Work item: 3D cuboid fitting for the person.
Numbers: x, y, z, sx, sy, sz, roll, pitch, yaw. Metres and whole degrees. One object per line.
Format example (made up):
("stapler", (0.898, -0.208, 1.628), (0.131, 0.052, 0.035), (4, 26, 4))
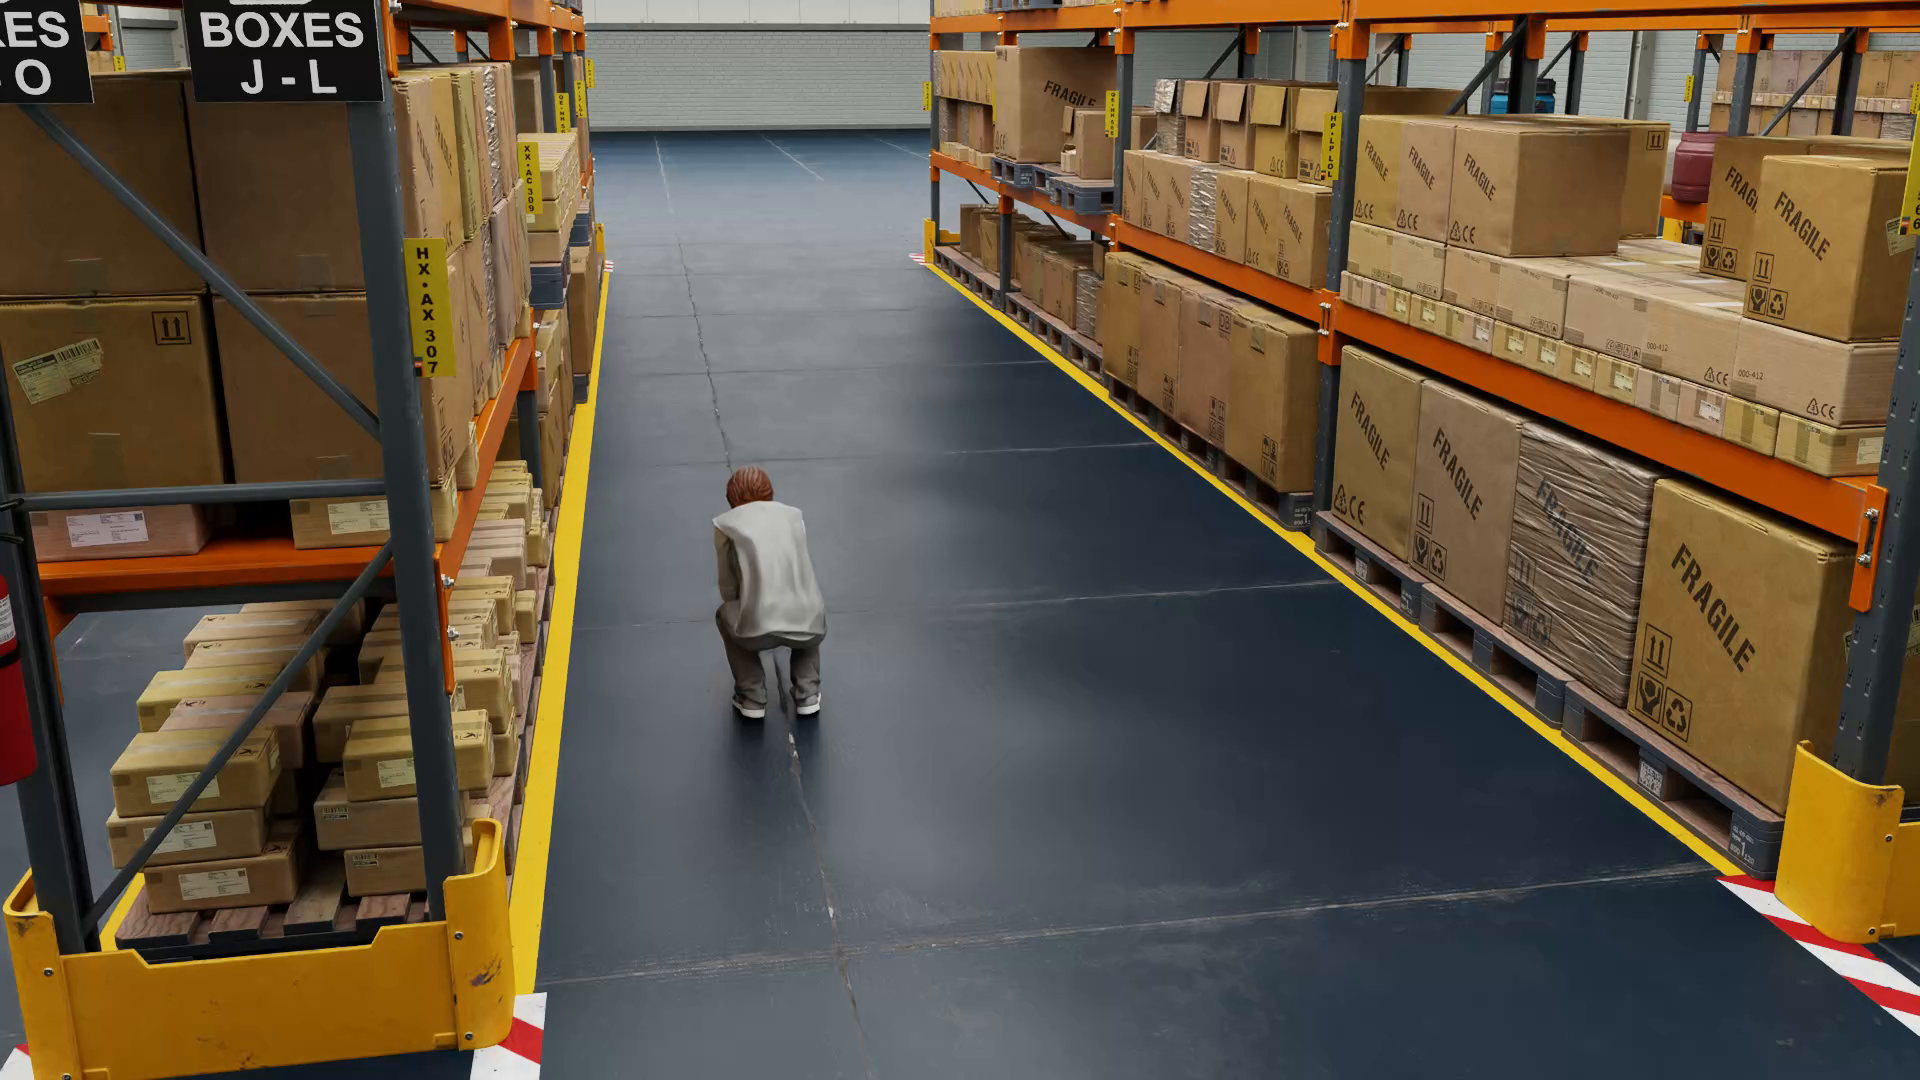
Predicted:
("person", (-0.756, 0.199, 6.611), (0.427, 0.908, 0.828), (-3, 17, -11))
